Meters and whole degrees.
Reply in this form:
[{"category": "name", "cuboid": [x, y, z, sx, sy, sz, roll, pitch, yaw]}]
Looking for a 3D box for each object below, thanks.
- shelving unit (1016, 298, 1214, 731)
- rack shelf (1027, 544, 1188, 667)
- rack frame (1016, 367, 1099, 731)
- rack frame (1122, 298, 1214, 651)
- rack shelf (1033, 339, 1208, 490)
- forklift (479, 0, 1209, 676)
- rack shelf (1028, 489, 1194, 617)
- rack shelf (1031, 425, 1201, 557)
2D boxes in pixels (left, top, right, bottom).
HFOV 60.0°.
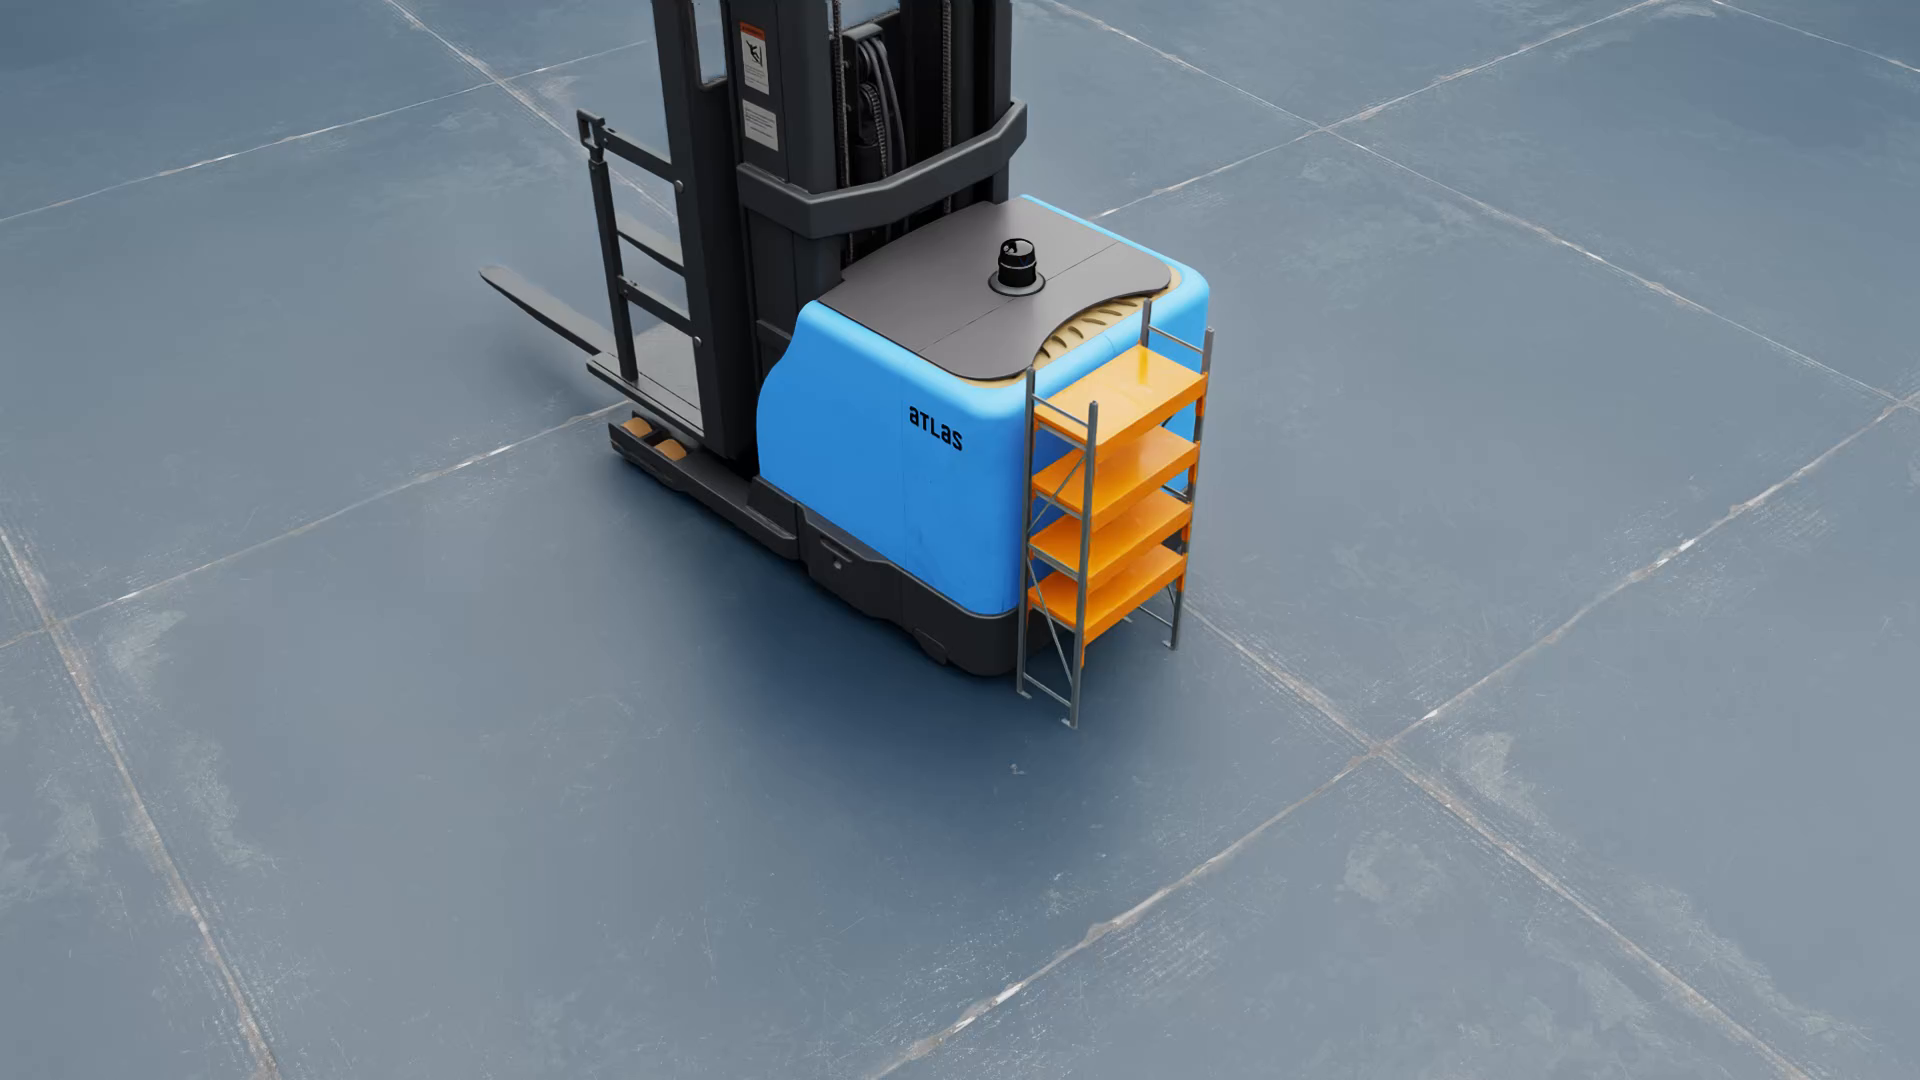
[{"category": "shelving unit", "cuboid": [0.437, -0.052, 4.867, 0.258, 1.200, 0.503, 32, 49, 33]}, {"category": "rack shelf", "cuboid": [0.437, 0.153, 5.036, 0.258, 0.148, 0.480, 32, 49, 33]}, {"category": "rack frame", "cuboid": [0.267, 0.059, 4.732, 0.240, 1.200, 0.015, 32, 49, 33]}, {"category": "rack frame", "cuboid": [0.607, -0.163, 5.002, 0.240, 1.200, 0.015, 32, 49, 33]}, {"category": "rack shelf", "cuboid": [0.437, -0.355, 4.617, 0.258, 0.148, 0.480, 32, 49, 33]}, {"category": "forklift", "cuboid": [-0.632, -1.537, 5.313, 3.031, 2.935, 1.130, 32, 49, 33]}, {"category": "rack shelf", "cuboid": [0.437, 0.000, 4.910, 0.258, 0.148, 0.480, 32, 49, 33]}, {"category": "rack shelf", "cuboid": [0.437, -0.173, 4.768, 0.258, 0.148, 0.480, 32, 49, 33]}]
